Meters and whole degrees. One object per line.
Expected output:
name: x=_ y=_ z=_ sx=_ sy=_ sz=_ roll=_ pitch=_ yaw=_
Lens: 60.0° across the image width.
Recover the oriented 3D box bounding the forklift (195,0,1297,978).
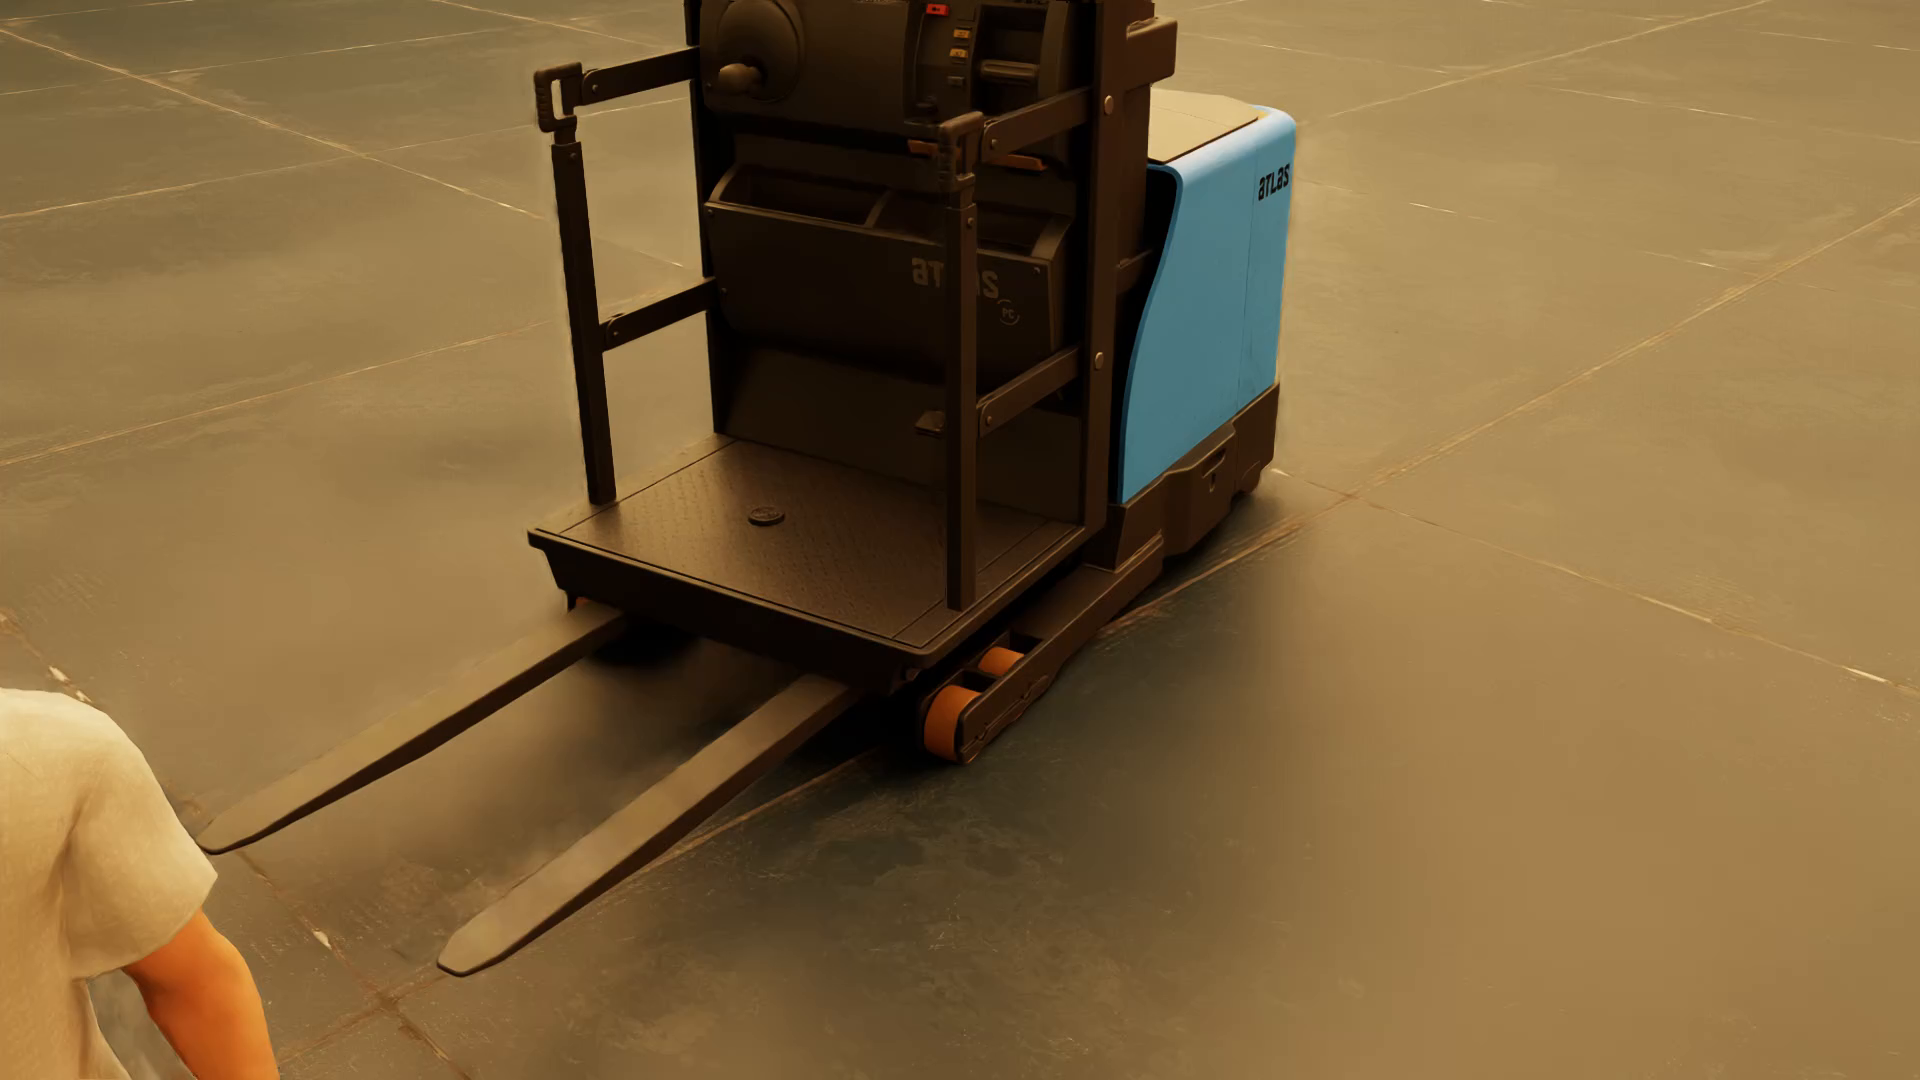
forklift: x=-0.281 y=-1.070 z=3.396 sx=1.130 sy=2.935 sz=3.031 roll=15 pitch=30 yaw=28

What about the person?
person: x=-0.882 y=0.613 z=1.455 sx=0.538 sy=1.661 sz=0.478 roll=-20 pitch=33 yaw=-35
